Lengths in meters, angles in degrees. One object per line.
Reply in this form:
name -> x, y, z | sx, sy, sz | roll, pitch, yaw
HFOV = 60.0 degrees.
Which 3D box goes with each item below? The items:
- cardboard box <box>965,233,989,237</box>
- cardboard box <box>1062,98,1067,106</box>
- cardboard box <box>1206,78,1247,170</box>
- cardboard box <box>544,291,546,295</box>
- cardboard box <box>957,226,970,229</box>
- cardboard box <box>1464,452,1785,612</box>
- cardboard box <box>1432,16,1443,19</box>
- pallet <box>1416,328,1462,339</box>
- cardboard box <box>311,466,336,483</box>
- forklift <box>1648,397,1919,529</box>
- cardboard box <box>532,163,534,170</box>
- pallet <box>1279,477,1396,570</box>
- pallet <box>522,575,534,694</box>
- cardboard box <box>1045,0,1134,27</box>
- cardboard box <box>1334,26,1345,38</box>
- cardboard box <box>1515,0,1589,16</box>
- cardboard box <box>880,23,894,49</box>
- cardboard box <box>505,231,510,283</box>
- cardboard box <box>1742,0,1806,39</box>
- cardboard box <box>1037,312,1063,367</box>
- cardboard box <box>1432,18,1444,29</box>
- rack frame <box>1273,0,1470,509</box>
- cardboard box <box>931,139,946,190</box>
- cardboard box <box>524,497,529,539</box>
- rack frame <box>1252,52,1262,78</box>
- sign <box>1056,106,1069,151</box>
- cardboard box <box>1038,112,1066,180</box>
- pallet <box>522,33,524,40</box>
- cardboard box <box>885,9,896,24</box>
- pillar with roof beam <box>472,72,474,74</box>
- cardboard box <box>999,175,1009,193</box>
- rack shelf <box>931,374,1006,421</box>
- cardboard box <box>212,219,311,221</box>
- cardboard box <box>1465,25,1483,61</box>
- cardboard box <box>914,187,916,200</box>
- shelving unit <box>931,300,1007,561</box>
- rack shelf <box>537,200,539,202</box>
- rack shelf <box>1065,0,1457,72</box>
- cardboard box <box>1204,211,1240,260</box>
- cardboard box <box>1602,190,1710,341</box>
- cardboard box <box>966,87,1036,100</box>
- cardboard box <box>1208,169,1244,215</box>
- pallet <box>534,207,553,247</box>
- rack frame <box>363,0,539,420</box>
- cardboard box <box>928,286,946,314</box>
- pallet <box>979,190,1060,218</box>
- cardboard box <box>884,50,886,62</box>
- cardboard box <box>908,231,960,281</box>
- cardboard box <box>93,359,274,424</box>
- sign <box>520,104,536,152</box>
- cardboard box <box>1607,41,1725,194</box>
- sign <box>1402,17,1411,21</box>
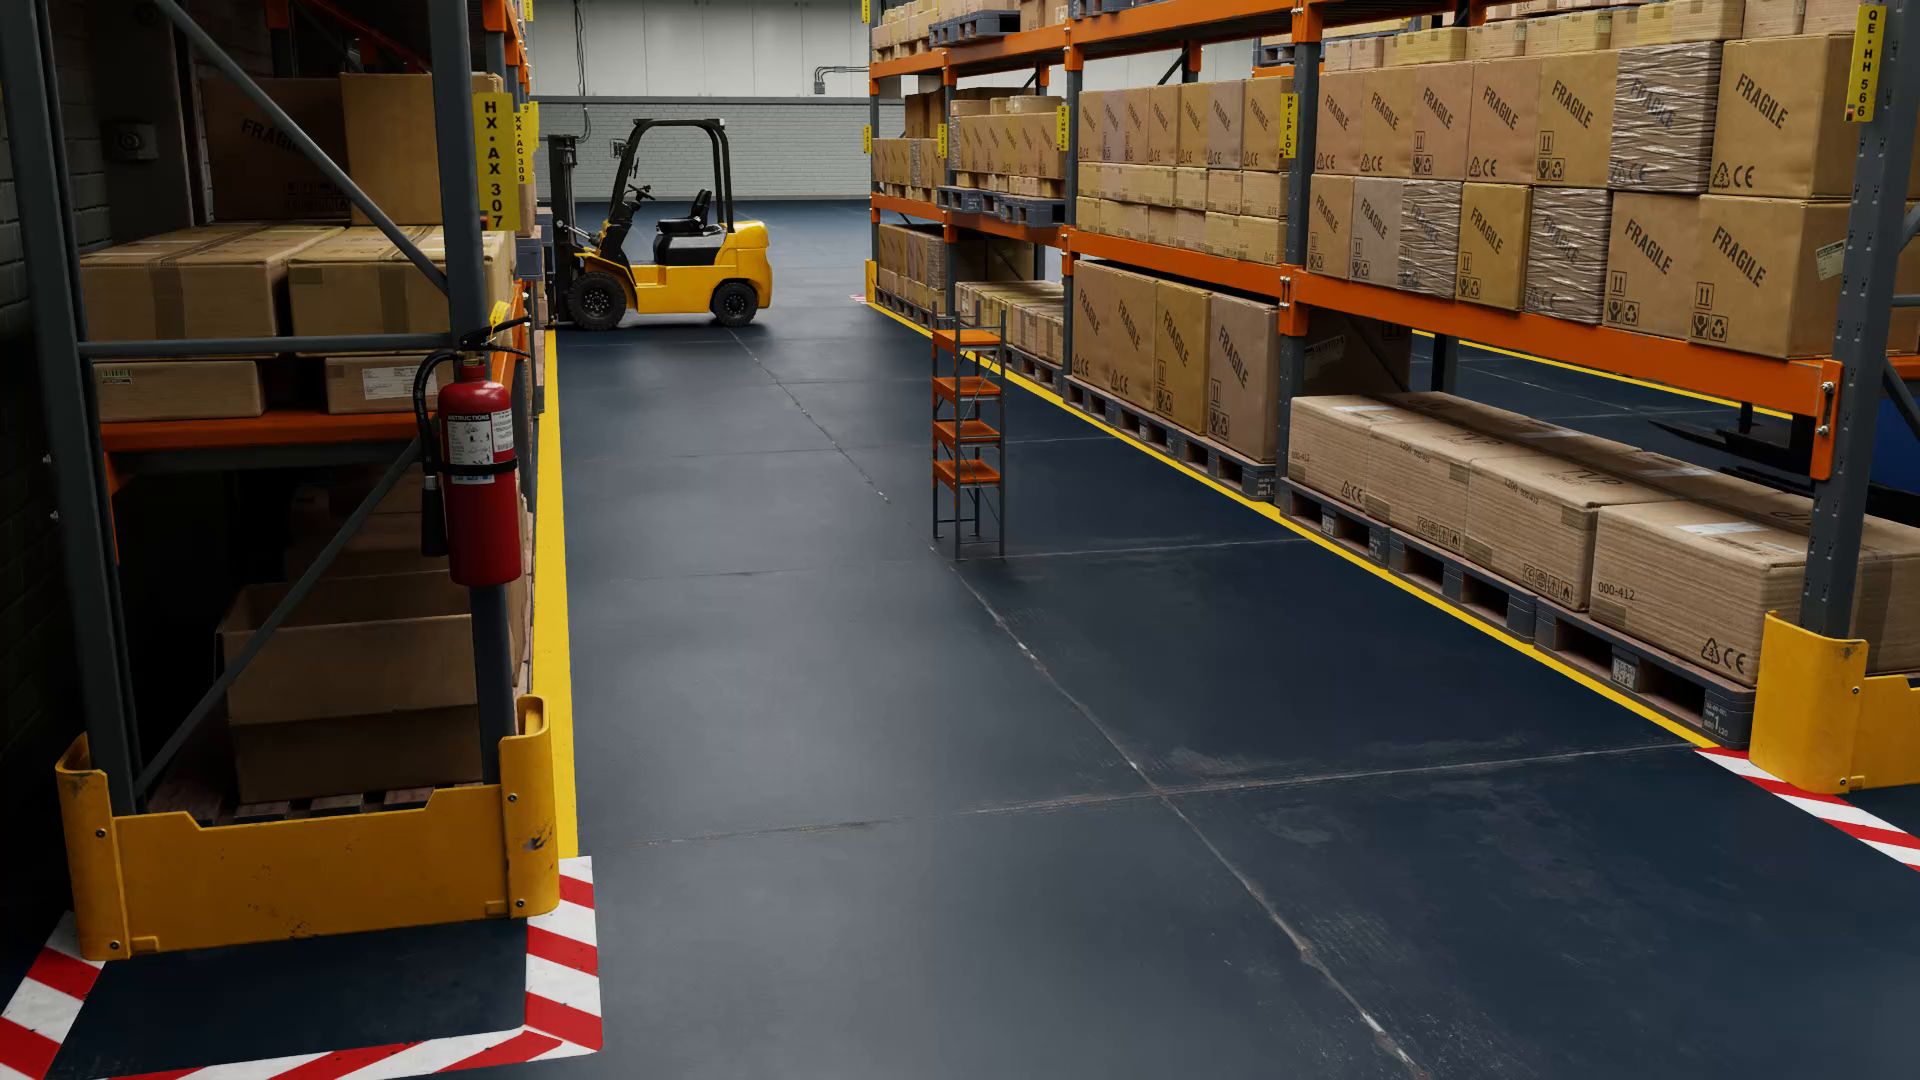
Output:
cardboard box -> 0.343, -3.013, 17.766 | 0.500, 0.500, 0.500 | -3, 14, -11
cardboard box -> 0.946, -3.904, 14.997 | 0.380, 0.149, 0.250 | -4, 14, -16
cardboard box -> 1.758, -2.403, 9.624 | 0.500, 0.500, 0.500 | -3, 14, -12
cardboard box -> -4.393, -2.343, 16.606 | 0.500, 0.250, 0.500 | -4, 14, -14
cardboard box -> 0.127, -3.606, 18.829 | 0.380, 0.149, 0.250 | -3, 14, -11
cardboard box -> 2.700, -0.054, 6.843 | 0.875, 0.438, 0.875 | -3, 14, -12
cardboard box -> 5.302, -5.715, 17.772 | 0.500, 0.250, 0.500 | -3, 14, -13
pallet -> 5.399, -2.277, 17.301 | 1.003, 0.211, 1.213 | -3, 14, -13
cardboard box -> -2.991, -0.469, 8.410 | 0.500, 0.500, 0.500 | -3, 14, -13
forklift -> 4.948, -1.631, 8.926 | 1.130, 2.935, 3.031 | -2, 14, -8
cardboard box -> -2.965, -2.194, 9.983 | 0.797, 0.503, 0.637 | -4, 14, -14
pallet -> 2.338, -0.126, 8.498 | 1.003, 0.211, 1.213 | -3, 14, -13
pallet -> -2.138, 0.412, 6.295 | 1.003, 0.211, 1.213 | -3, 14, -13
cardboard box -> 1.083, -4.308, 13.209 | 0.700, 0.500, 0.500 | -3, 14, -13
cardboard box -> 4.447, -5.753, 18.767 | 0.380, 0.149, 0.250 | -3, 14, -14
cardboard box -> 5.404, -5.026, 15.053 | 0.500, 0.500, 0.500 | -3, 14, -13
cardboard box -> -0.615, -5.710, 18.847 | 0.500, 0.250, 0.500 | -3, 14, -14
cardboard box -> -1.995, -1.120, 6.381 | 0.500, 0.250, 0.500 | -3, 14, -14
cardboard box -> 2.813, -1.716, 5.446 | 0.380, 0.149, 0.250 | -3, 14, -12
cardboard box -> 1.173, -1.642, 13.478 | 0.950, 0.372, 0.625 | -4, 14, -17
cardboard box -> 5.327, -5.555, 17.959 | 0.380, 0.149, 0.250 | -3, 14, -13
rack frame -> 2.236, -1.660, 8.903 | 1.000, 3.000, 0.127 | -3, 14, -13
cardboard box -> 0.011, -3.788, 16.773 | 0.500, 0.500, 0.500 | -4, 14, -15
cardboard box -> -2.172, -0.090, 7.596 | 0.380, 0.149, 0.250 | -4, 14, -15
rack frame -> 4.205, -4.728, 21.459 | 1.000, 3.000, 0.127 | -3, 14, -13
sign -> 0.771, -3.075, 12.419 | 0.100, 0.325, 0.005 | -3, 14, -13
cardboard box -> 0.919, -3.070, 12.949 | 0.500, 0.500, 0.500 | -4, 14, -15
pallet -> -5.266, -5.401, 18.079 | 1.003, 0.211, 1.213 | -3, 14, -13
cardboard box -> -0.637, -5.877, 18.693 | 0.380, 0.149, 0.250 | -3, 14, -13
pillar with roof beam -> -6.162, -11.247, 35.502 | 9.100, 9.000, 0.400 | -3, 14, -13
cardboard box -> 0.550, -3.081, 14.361 | 0.380, 0.149, 0.250 | -4, 14, -15
rack shelf -> 0.039, -0.697, 8.091 | 0.258, 0.148, 0.480 | -3, 14, -13
cardboard box -> -2.491, -1.091, 6.261 | 0.500, 0.250, 0.500 | -3, 14, -12
cardboard box -> 2.406, -2.131, 7.144 | 0.380, 0.149, 0.250 | -3, 14, -13
cardboard box -> -0.288, -3.736, 17.928 | 0.380, 0.149, 0.250 | -4, 14, -14
shelving unit -> 0.039, -0.545, 8.128 | 0.258, 1.200, 0.503 | -3, 14, -13
rack shelf -> -4.937, -3.340, 17.295 | 1.077, 0.370, 4.000 | -3, 14, -13
rack shelf -> 1.766, -3.229, 10.521 | 1.077, 0.370, 4.000 | -3, 14, -13
cardboard box -> 1.767, -1.795, 9.768 | 0.500, 0.250, 0.500 | -3, 14, -14
cardboard box -> 2.701, -0.999, 5.987 | 0.500, 0.500, 0.500 | -4, 14, -14
cardboard box -> 0.464, -4.298, 16.756 | 0.700, 0.500, 0.500 | -3, 14, -14
cardboard box -> 1.771, -2.033, 9.693 | 0.500, 0.250, 0.500 | -3, 14, -12
pallet -> -3.300, -2.060, 10.943 | 1.213, 0.211, 1.003 | -3, 14, -13
rack frame -> -3.528, -2.306, 11.544 | 1.000, 3.000, 0.127 | -3, 14, -13
cardboard box -> -0.043, -2.496, 17.231 | 0.500, 0.250, 0.500 | -3, 14, -11
pallet -> 0.791, -2.944, 14.563 | 1.003, 0.211, 1.213 | -3, 14, -13
cardboard box -> -0.672, -5.614, 19.293 | 0.380, 0.149, 0.250 | -4, 14, -15
cardboard box -> -0.285, -3.095, 18.103 | 0.500, 0.500, 0.500 | -3, 14, -10
cardboard box -> -1.988, -0.400, 4.272 | 0.380, 0.149, 0.250 | -3, 14, -14
sign -> -3.003, -2.862, 11.549 | 0.100, 0.325, 0.005 | -3, 14, -13
cardboard box -> 2.679, -1.489, 5.883 | 0.500, 0.500, 0.500 | -3, 14, -13
sign -> 4.605, -5.521, 17.127 | 0.100, 0.325, 0.005 | -3, 14, -13
